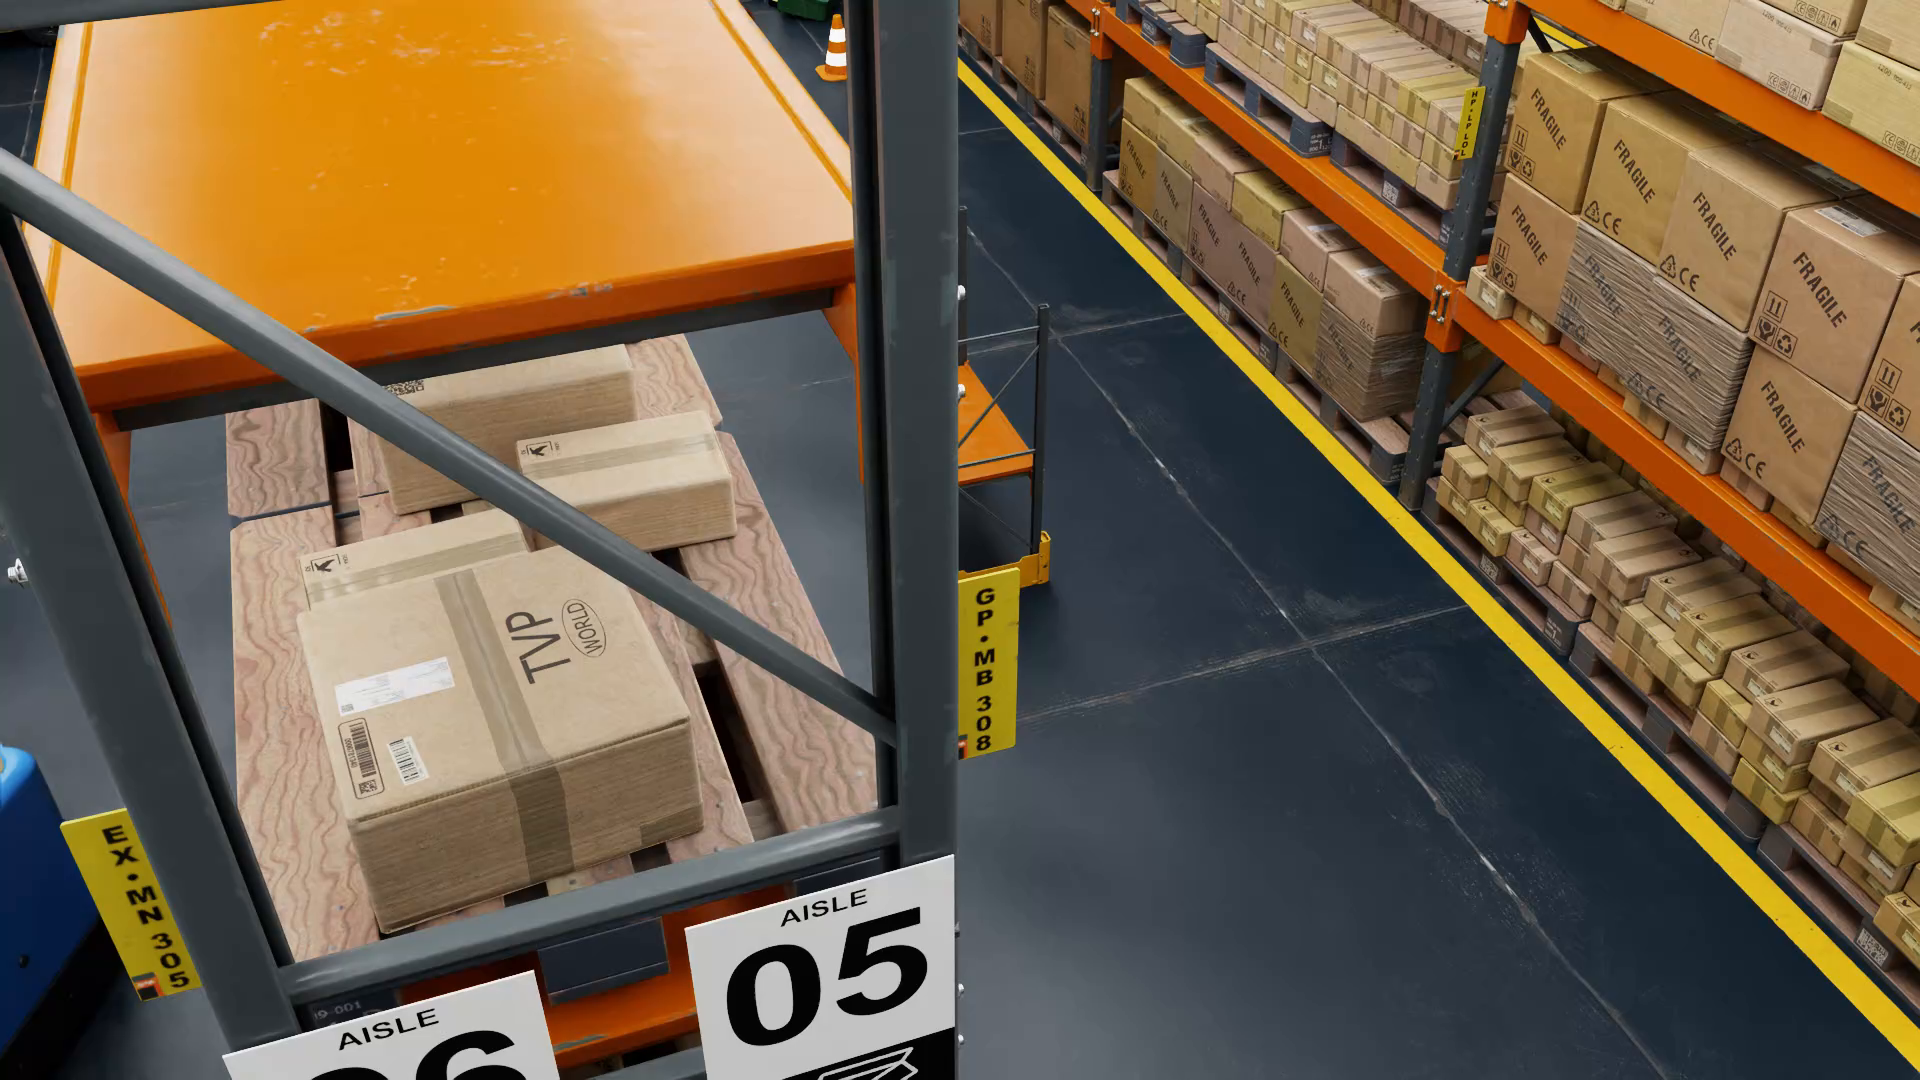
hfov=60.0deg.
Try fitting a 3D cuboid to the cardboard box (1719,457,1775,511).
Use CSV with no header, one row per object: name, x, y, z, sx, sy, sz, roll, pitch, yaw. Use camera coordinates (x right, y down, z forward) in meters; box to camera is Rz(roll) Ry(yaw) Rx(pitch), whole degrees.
cardboard box,3.170,-0.270,6.384,0.380,0.149,0.250,-11,38,-14

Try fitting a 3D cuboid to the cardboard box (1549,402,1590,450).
cardboard box,3.112,-0.593,8.131,0.380,0.149,0.250,-11,38,-15

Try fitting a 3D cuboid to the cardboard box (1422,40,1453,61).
cardboard box,2.677,-2.568,8.839,0.380,0.149,0.250,-11,38,-14

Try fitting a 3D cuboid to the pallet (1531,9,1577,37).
pallet,5.377,-4.719,14.400,1.003,0.211,1.213,-12,39,-16

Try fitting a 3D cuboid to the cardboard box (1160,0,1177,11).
cardboard box,1.426,-3.355,10.131,0.380,0.149,0.250,-11,38,-14

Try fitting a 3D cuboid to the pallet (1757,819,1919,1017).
pallet,3.849,1.391,6.289,1.003,0.211,1.213,-12,39,-16

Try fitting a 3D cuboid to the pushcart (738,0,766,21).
pushcart,-2.497,-4.364,13.790,1.648,0.377,0.936,-27,45,-31

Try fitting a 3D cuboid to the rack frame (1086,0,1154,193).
rack frame,1.369,-3.733,10.774,1.000,3.000,0.127,-12,39,-16

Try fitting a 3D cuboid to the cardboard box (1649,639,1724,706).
cardboard box,3.110,0.517,6.904,0.380,0.149,0.250,-12,39,-15

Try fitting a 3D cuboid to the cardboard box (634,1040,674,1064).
cardboard box,-0.389,1.098,3.445,0.500,0.500,0.500,-13,39,-17

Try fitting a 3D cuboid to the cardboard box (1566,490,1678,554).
cardboard box,2.953,-0.060,7.423,0.380,0.149,0.250,-13,39,-17

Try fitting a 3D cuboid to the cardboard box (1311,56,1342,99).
cardboard box,2.062,-2.434,8.661,0.380,0.149,0.250,-14,39,-18

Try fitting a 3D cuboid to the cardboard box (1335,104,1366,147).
cardboard box,2.163,-2.154,8.537,0.380,0.149,0.250,-14,39,-18

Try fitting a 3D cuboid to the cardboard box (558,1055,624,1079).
cardboard box,-0.803,1.008,3.026,0.380,0.149,0.250,-12,39,-15

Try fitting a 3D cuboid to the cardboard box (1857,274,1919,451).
cardboard box,3.369,-0.557,5.396,0.500,0.500,0.500,-11,38,-14

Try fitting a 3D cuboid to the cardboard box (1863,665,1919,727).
cardboard box,3.837,0.572,6.584,0.380,0.149,0.250,-11,38,-14

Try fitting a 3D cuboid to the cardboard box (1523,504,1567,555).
cardboard box,2.859,-0.096,7.718,0.380,0.149,0.250,-13,39,-16

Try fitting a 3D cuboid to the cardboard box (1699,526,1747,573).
cardboard box,3.526,-0.021,7.372,0.380,0.149,0.250,-14,39,-18

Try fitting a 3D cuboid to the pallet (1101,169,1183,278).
pallet,1.636,-2.178,11.026,1.003,0.211,1.213,-12,39,-16

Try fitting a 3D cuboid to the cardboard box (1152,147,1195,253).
cardboard box,1.549,-2.167,10.423,0.500,0.500,0.500,-12,39,-15

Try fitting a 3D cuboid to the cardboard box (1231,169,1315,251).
cardboard box,1.892,-1.900,9.445,0.500,0.250,0.500,-14,39,-18

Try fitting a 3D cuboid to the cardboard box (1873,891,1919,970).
cardboard box,3.561,1.378,6.008,0.380,0.149,0.250,-11,38,-15

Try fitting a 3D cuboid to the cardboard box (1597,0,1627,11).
cardboard box,2.657,-2.296,6.497,0.500,0.250,0.500,-11,38,-14

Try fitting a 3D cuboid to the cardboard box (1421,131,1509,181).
cardboard box,2.423,-1.844,7.878,0.380,0.149,0.250,-11,38,-15

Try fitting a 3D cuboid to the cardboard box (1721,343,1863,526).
cardboard box,3.208,-0.434,6.063,0.500,0.500,0.500,-11,38,-14

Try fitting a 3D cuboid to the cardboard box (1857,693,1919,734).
cardboard box,3.807,0.705,6.655,0.380,0.149,0.250,-14,39,-18

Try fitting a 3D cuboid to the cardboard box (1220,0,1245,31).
cardboard box,1.709,-3.019,9.437,0.380,0.149,0.250,-12,39,-16

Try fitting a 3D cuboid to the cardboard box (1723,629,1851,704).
cardboard box,3.300,0.527,6.643,0.380,0.149,0.250,-14,39,-17

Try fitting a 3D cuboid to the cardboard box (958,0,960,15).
cardboard box,0.291,-4.930,13.883,1.050,0.750,0.750,-13,39,-16

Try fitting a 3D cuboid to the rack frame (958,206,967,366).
rack frame,-0.204,-0.934,8.304,0.500,1.500,0.032,-12,39,-16

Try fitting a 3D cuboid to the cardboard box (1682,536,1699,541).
cardboard box,3.360,-0.050,7.656,0.380,0.149,0.250,-12,39,-16

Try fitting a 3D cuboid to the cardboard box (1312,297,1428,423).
cardboard box,2.254,-1.009,8.885,0.500,0.500,0.500,-13,39,-17

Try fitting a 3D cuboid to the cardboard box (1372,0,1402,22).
cardboard box,2.500,-2.978,9.137,0.380,0.149,0.250,-11,38,-15

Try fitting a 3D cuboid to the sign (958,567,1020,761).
sign,0.032,0.177,2.296,0.100,0.325,0.005,-12,39,-16

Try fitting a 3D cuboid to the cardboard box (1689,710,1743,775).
cardboard box,3.232,0.785,6.796,0.380,0.149,0.250,-12,39,-15

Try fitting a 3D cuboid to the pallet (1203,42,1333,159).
pallet,2.089,-2.547,9.358,1.003,0.211,1.213,-12,39,-16

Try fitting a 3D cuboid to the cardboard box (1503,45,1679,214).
cardboard box,2.672,-1.727,6.948,0.500,0.500,0.500,-12,38,-15

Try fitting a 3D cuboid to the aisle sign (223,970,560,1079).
aisle sign,-0.757,0.934,2.416,0.394,0.787,0.004,-12,39,-16

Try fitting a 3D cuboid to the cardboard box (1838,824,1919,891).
cardboard box,3.492,1.106,6.122,0.380,0.149,0.250,-14,39,-18

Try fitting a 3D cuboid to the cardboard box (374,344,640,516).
cardboard box,-0.959,-0.358,3.442,0.500,0.311,0.500,-12,39,-15

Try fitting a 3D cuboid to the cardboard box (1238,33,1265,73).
cardboard box,1.792,-2.758,9.338,0.380,0.149,0.250,-12,39,-15

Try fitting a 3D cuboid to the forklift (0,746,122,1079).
forklift,-4.651,0.550,5.144,3.031,2.935,1.130,5,37,7

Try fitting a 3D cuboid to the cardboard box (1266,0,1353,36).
cardboard box,1.882,-2.853,8.971,0.380,0.149,0.250,-13,39,-17

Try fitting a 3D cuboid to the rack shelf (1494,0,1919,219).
rack shelf,3.434,-1.255,5.588,1.077,0.370,4.000,-12,39,-16

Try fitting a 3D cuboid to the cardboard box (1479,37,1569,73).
cardboard box,2.854,-2.398,8.366,0.380,0.149,0.250,-12,39,-16

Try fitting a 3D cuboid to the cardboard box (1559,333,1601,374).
cardboard box,2.835,-0.875,7.188,0.380,0.149,0.250,-14,39,-18

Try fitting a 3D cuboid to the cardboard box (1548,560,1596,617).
cardboard box,2.929,0.182,7.596,0.380,0.149,0.250,-13,39,-17

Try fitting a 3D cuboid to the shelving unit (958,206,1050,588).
shelving unit,-0.026,-0.642,7.916,0.587,1.500,1.083,-12,39,-16

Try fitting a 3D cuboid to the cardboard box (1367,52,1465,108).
cardboard box,2.244,-2.263,8.187,0.380,0.149,0.250,-14,39,-17
